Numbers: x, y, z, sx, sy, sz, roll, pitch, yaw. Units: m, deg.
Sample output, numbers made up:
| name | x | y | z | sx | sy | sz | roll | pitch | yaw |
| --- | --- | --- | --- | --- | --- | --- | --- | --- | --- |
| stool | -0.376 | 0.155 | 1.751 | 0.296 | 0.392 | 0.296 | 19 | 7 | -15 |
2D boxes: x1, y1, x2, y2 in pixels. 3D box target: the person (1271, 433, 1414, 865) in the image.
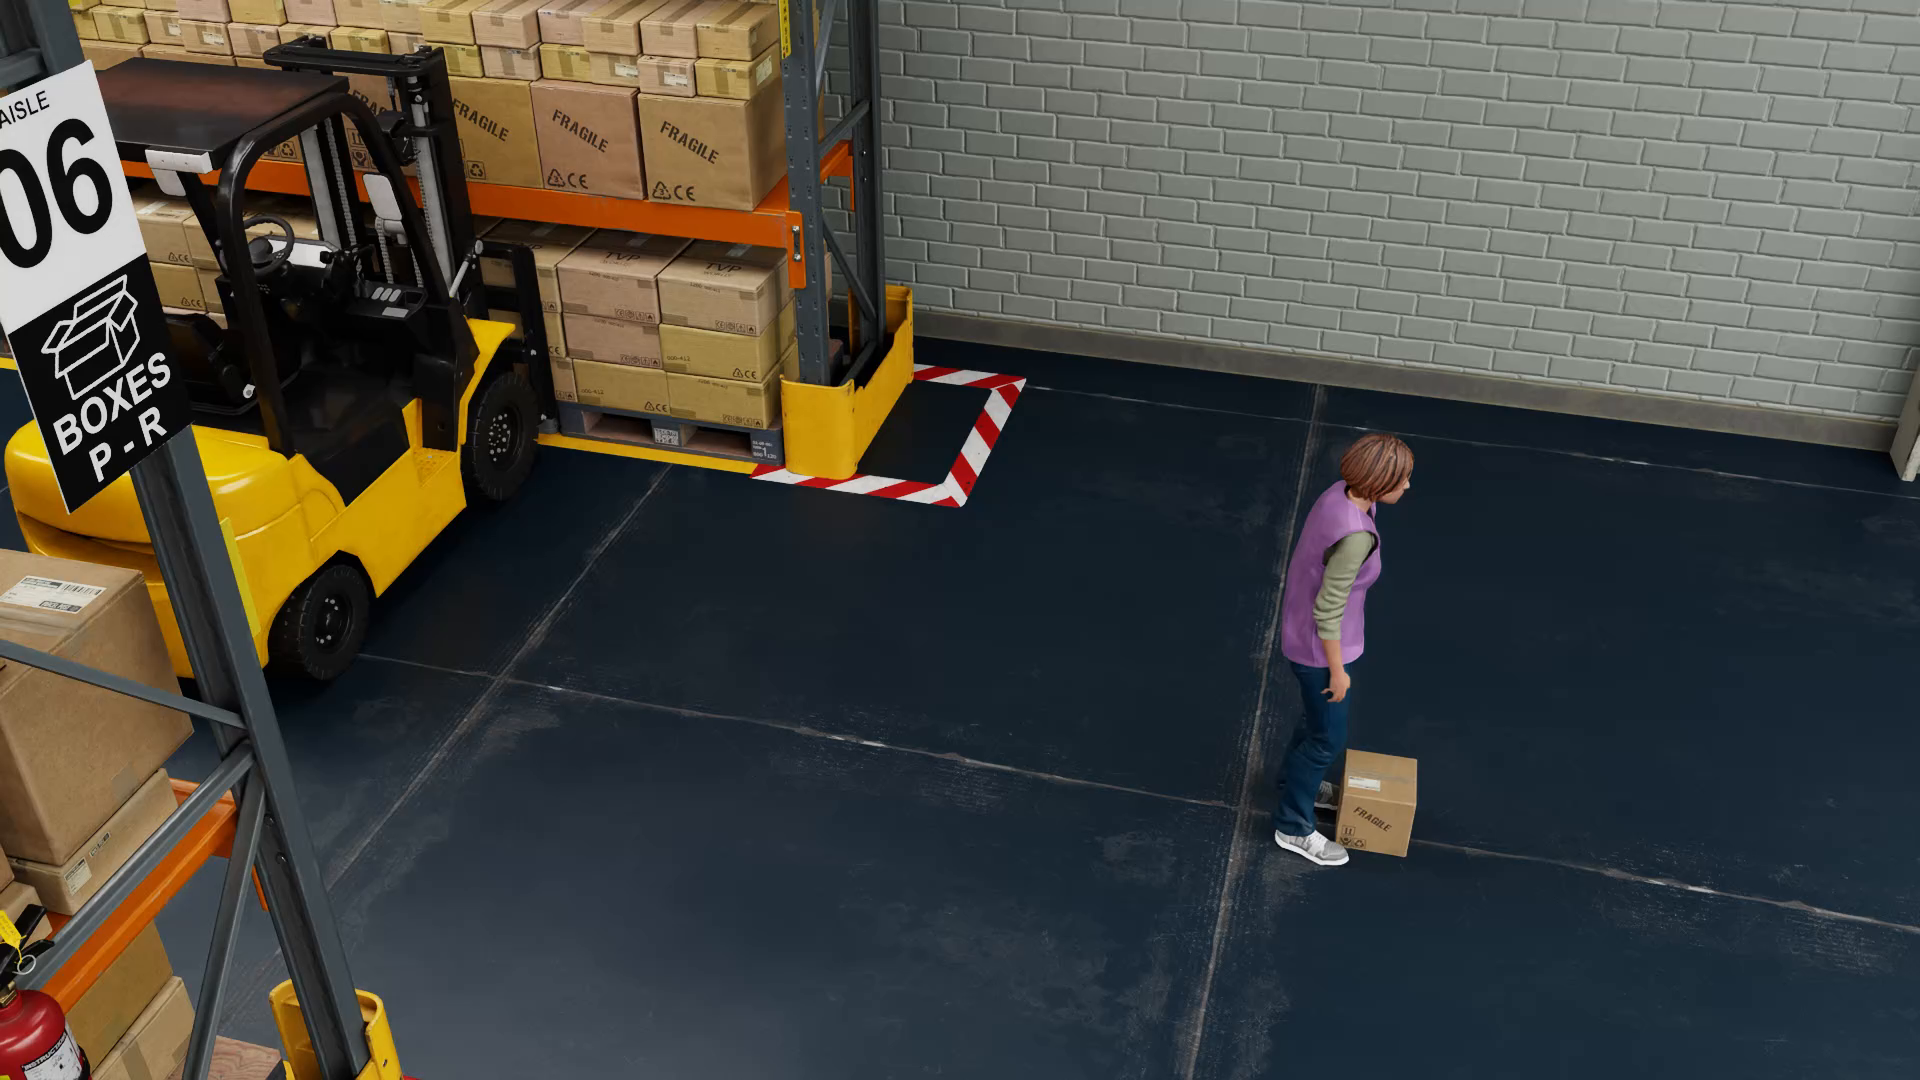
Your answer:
| name | x | y | z | sx | sy | sz | roll | pitch | yaw |
| --- | --- | --- | --- | --- | --- | --- | --- | --- | --- |
| person | 1.254 | 0.353 | 5.614 | 0.350 | 1.591 | 0.467 | 6 | 34 | 10 |
